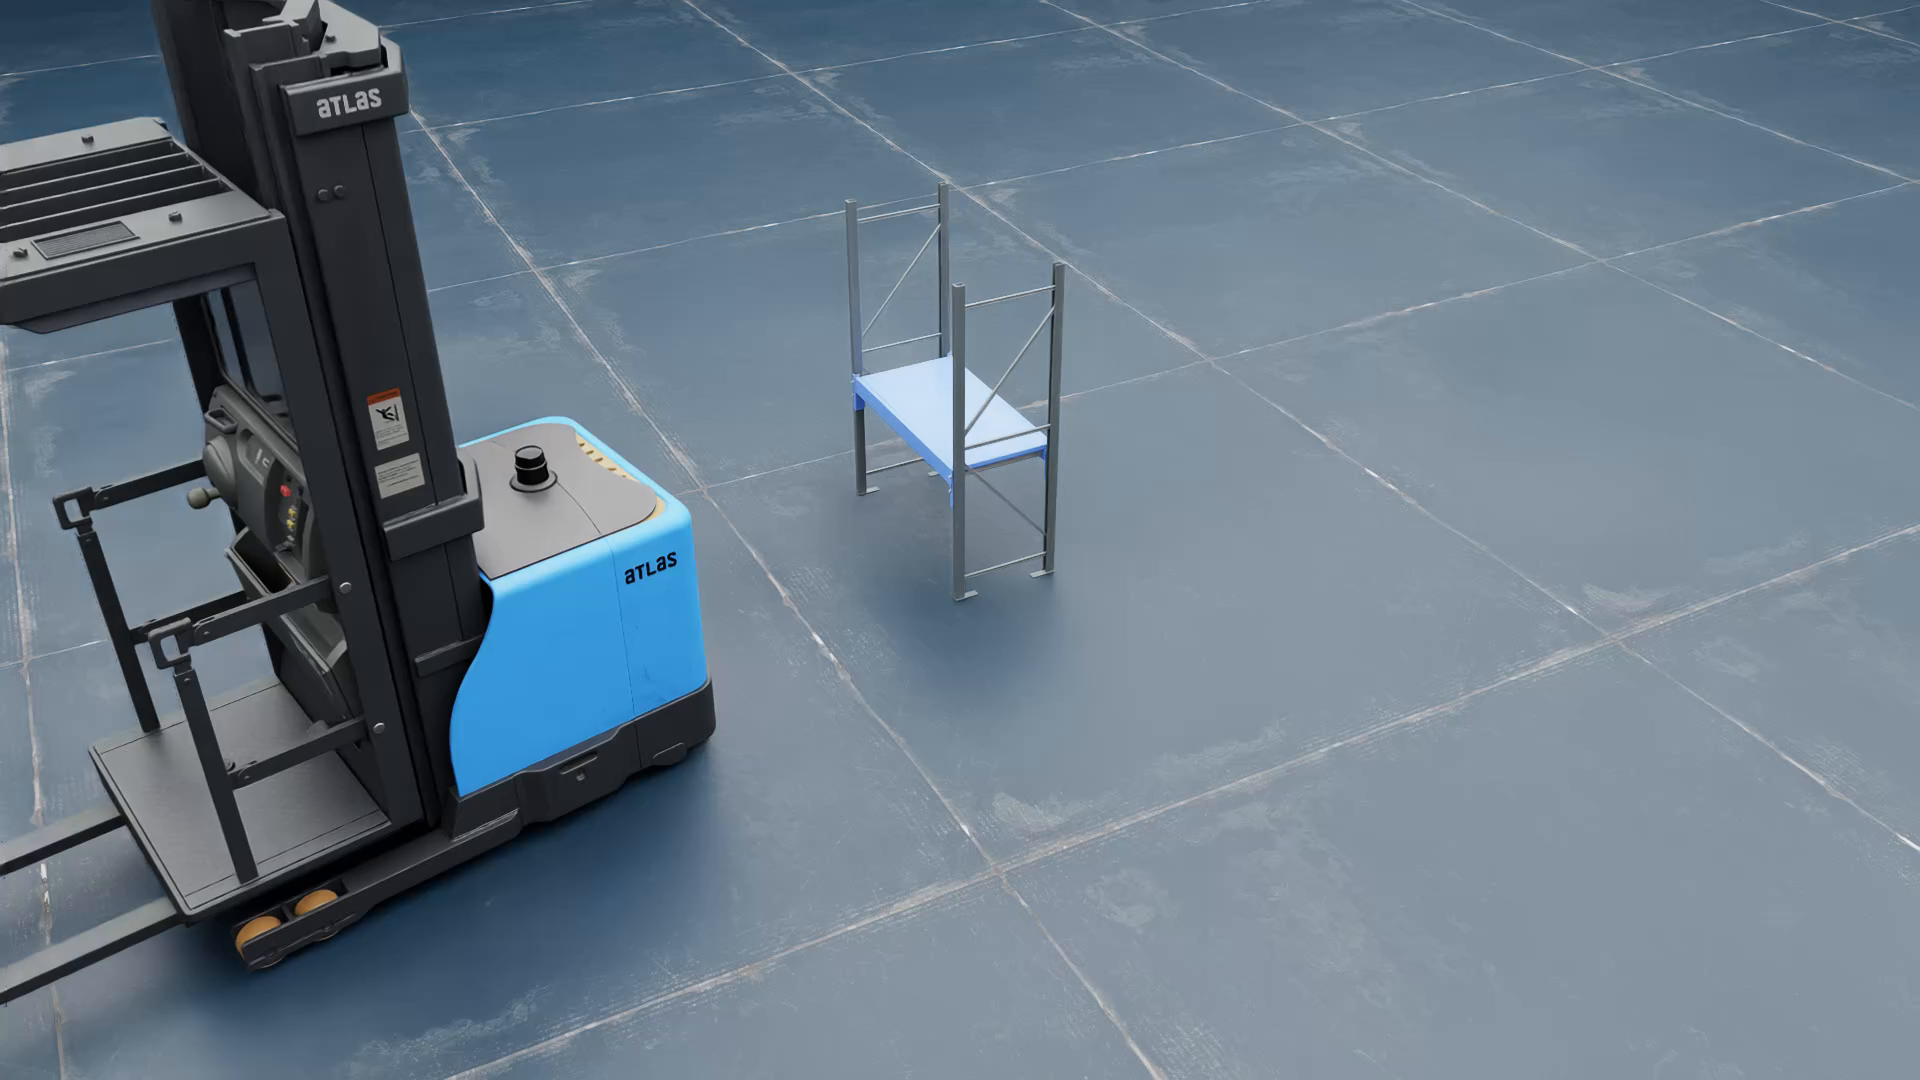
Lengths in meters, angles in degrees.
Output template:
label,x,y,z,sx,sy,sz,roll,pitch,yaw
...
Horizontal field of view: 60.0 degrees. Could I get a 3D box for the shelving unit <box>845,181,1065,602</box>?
label,x,y,z,sx,sy,sz,roll,pitch,yaw
shelving unit,-0.040,-0.672,7.409,0.538,1.500,1.048,-16,36,-23

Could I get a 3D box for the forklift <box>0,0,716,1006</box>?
label,x,y,z,sx,sy,sz,roll,pitch,yaw
forklift,-2.410,-0.136,5.245,3.031,2.935,1.130,-24,40,-32

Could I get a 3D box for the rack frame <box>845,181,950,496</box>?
label,x,y,z,sx,sy,sz,roll,pitch,yaw
rack frame,-0.277,-0.915,7.788,0.500,1.500,0.032,-16,36,-23

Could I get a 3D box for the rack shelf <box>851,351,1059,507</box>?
label,x,y,z,sx,sy,sz,roll,pitch,yaw
rack shelf,-0.040,-0.521,7.506,0.538,0.185,1.000,-16,36,-23

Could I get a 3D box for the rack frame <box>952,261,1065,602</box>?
label,x,y,z,sx,sy,sz,roll,pitch,yaw
rack frame,0.197,-0.430,7.030,0.500,1.500,0.032,-16,36,-23
